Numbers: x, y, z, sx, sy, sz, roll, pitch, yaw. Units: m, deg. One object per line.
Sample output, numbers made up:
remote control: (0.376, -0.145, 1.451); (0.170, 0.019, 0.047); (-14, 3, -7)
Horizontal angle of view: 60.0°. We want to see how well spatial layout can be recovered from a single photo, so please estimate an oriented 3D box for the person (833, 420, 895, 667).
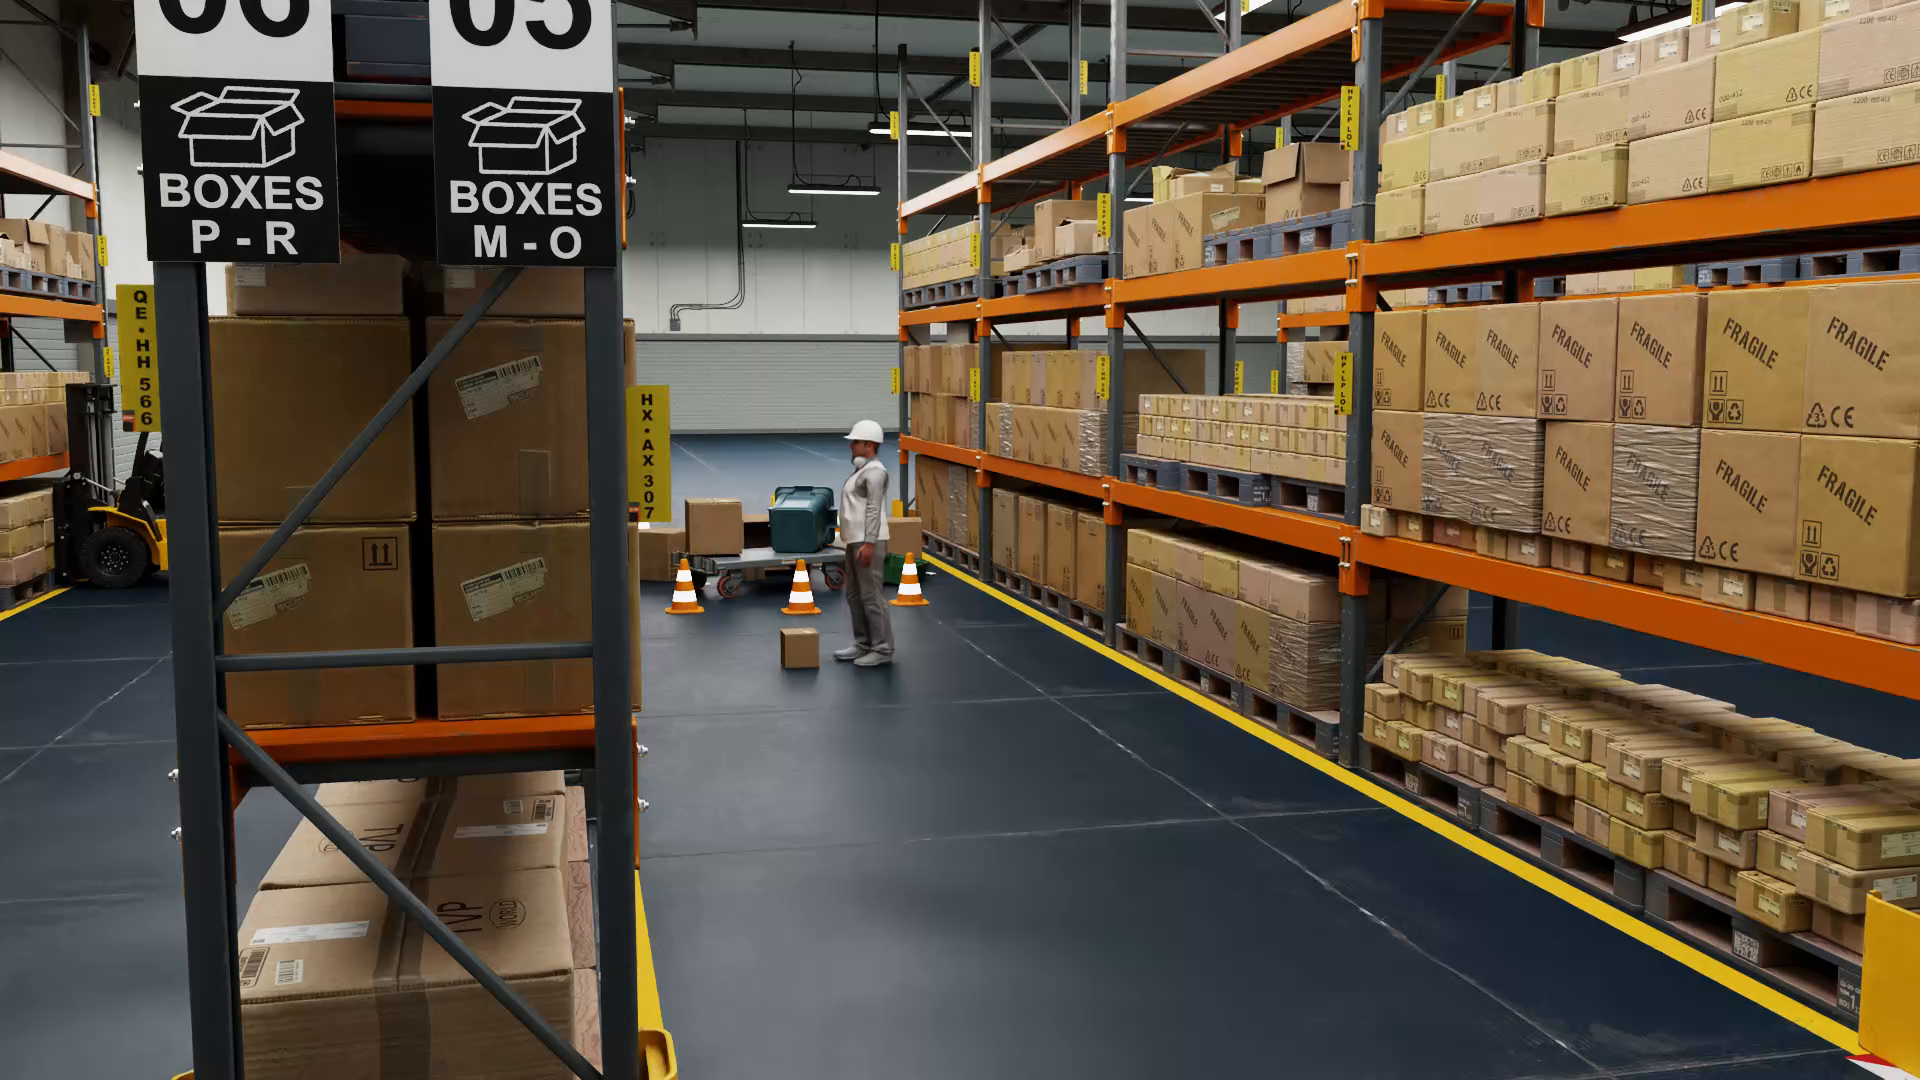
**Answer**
person: (-0.704, 0.020, 12.143); (0.422, 1.783, 0.539); (-1, 6, -13)
